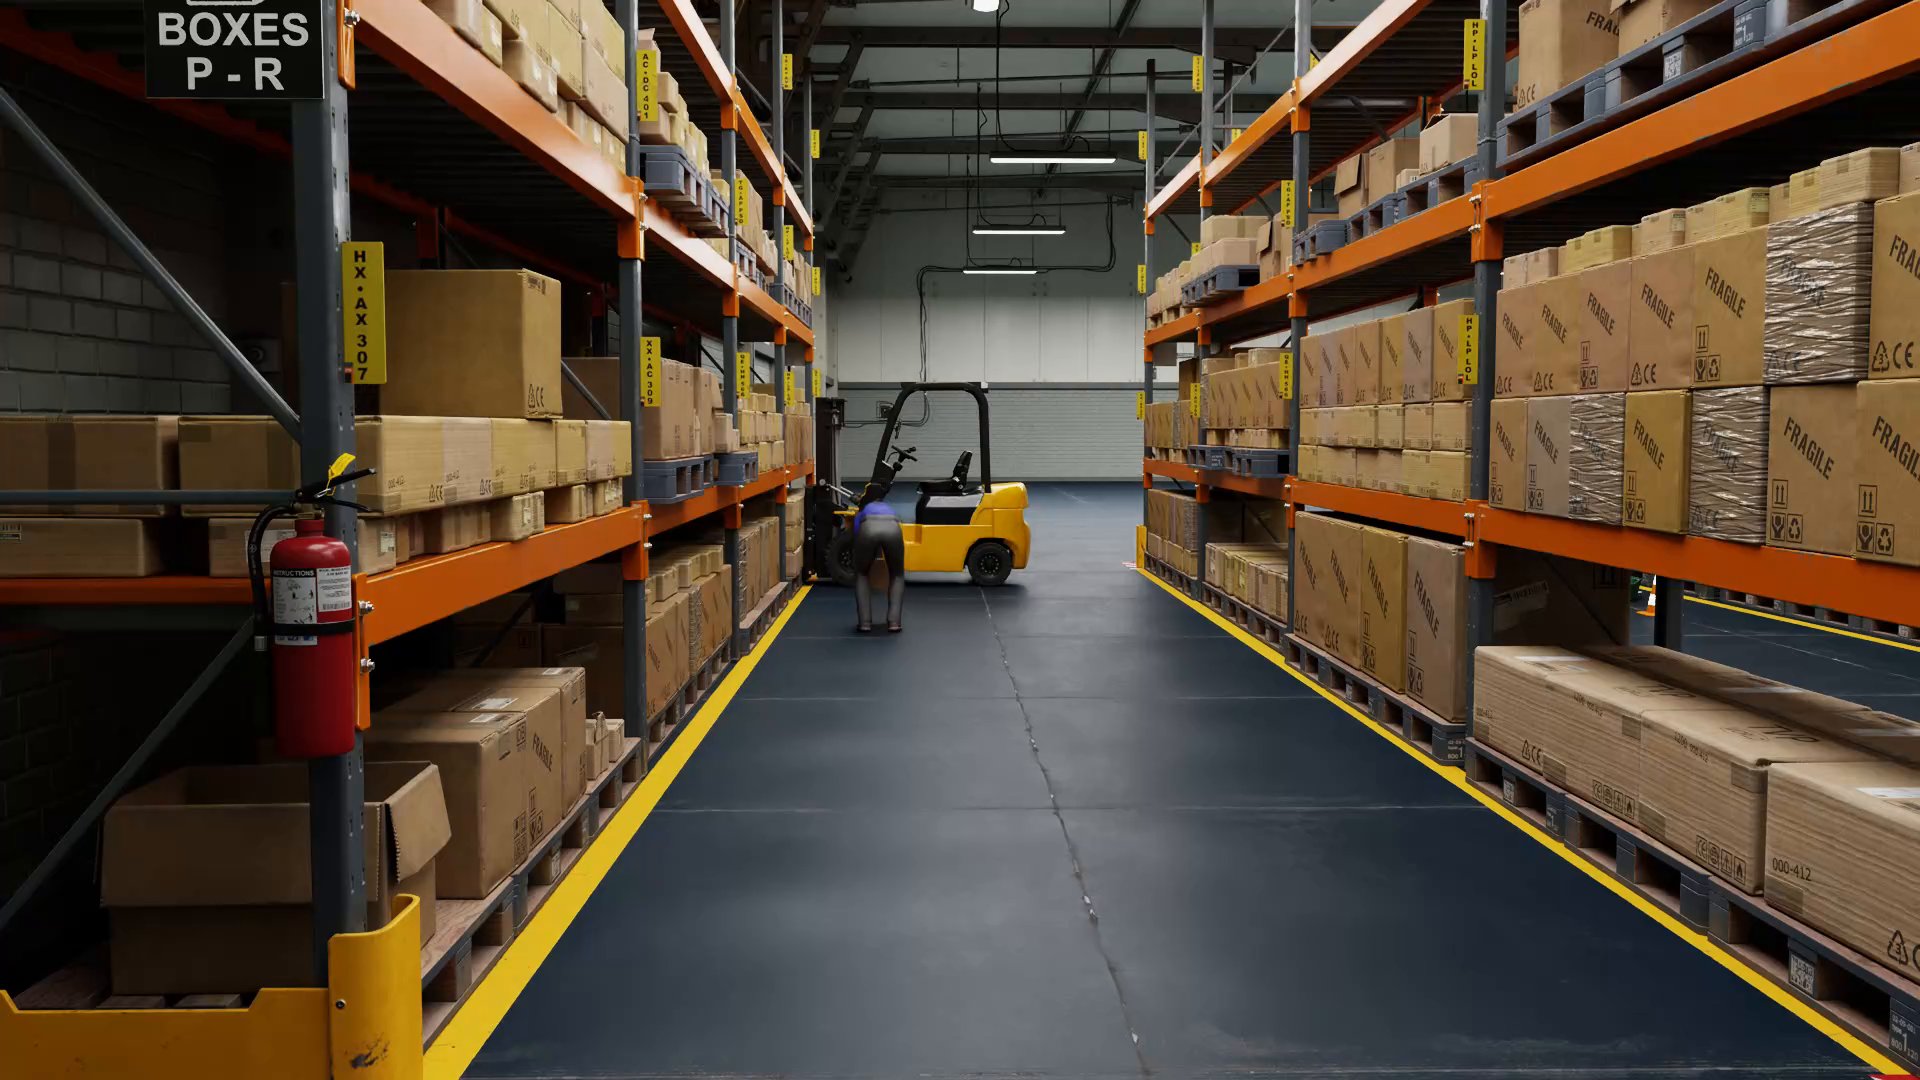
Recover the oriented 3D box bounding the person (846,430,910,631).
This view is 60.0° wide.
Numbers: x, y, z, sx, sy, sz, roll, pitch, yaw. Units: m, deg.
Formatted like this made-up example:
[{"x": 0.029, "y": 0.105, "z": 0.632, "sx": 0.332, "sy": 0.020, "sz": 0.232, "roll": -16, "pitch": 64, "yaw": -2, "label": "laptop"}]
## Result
[{"x": -0.667, "y": -0.075, "z": 13.655, "sx": 0.532, "sy": 1.654, "sz": 0.352, "roll": 0, "pitch": 4, "yaw": -7, "label": "person"}]
